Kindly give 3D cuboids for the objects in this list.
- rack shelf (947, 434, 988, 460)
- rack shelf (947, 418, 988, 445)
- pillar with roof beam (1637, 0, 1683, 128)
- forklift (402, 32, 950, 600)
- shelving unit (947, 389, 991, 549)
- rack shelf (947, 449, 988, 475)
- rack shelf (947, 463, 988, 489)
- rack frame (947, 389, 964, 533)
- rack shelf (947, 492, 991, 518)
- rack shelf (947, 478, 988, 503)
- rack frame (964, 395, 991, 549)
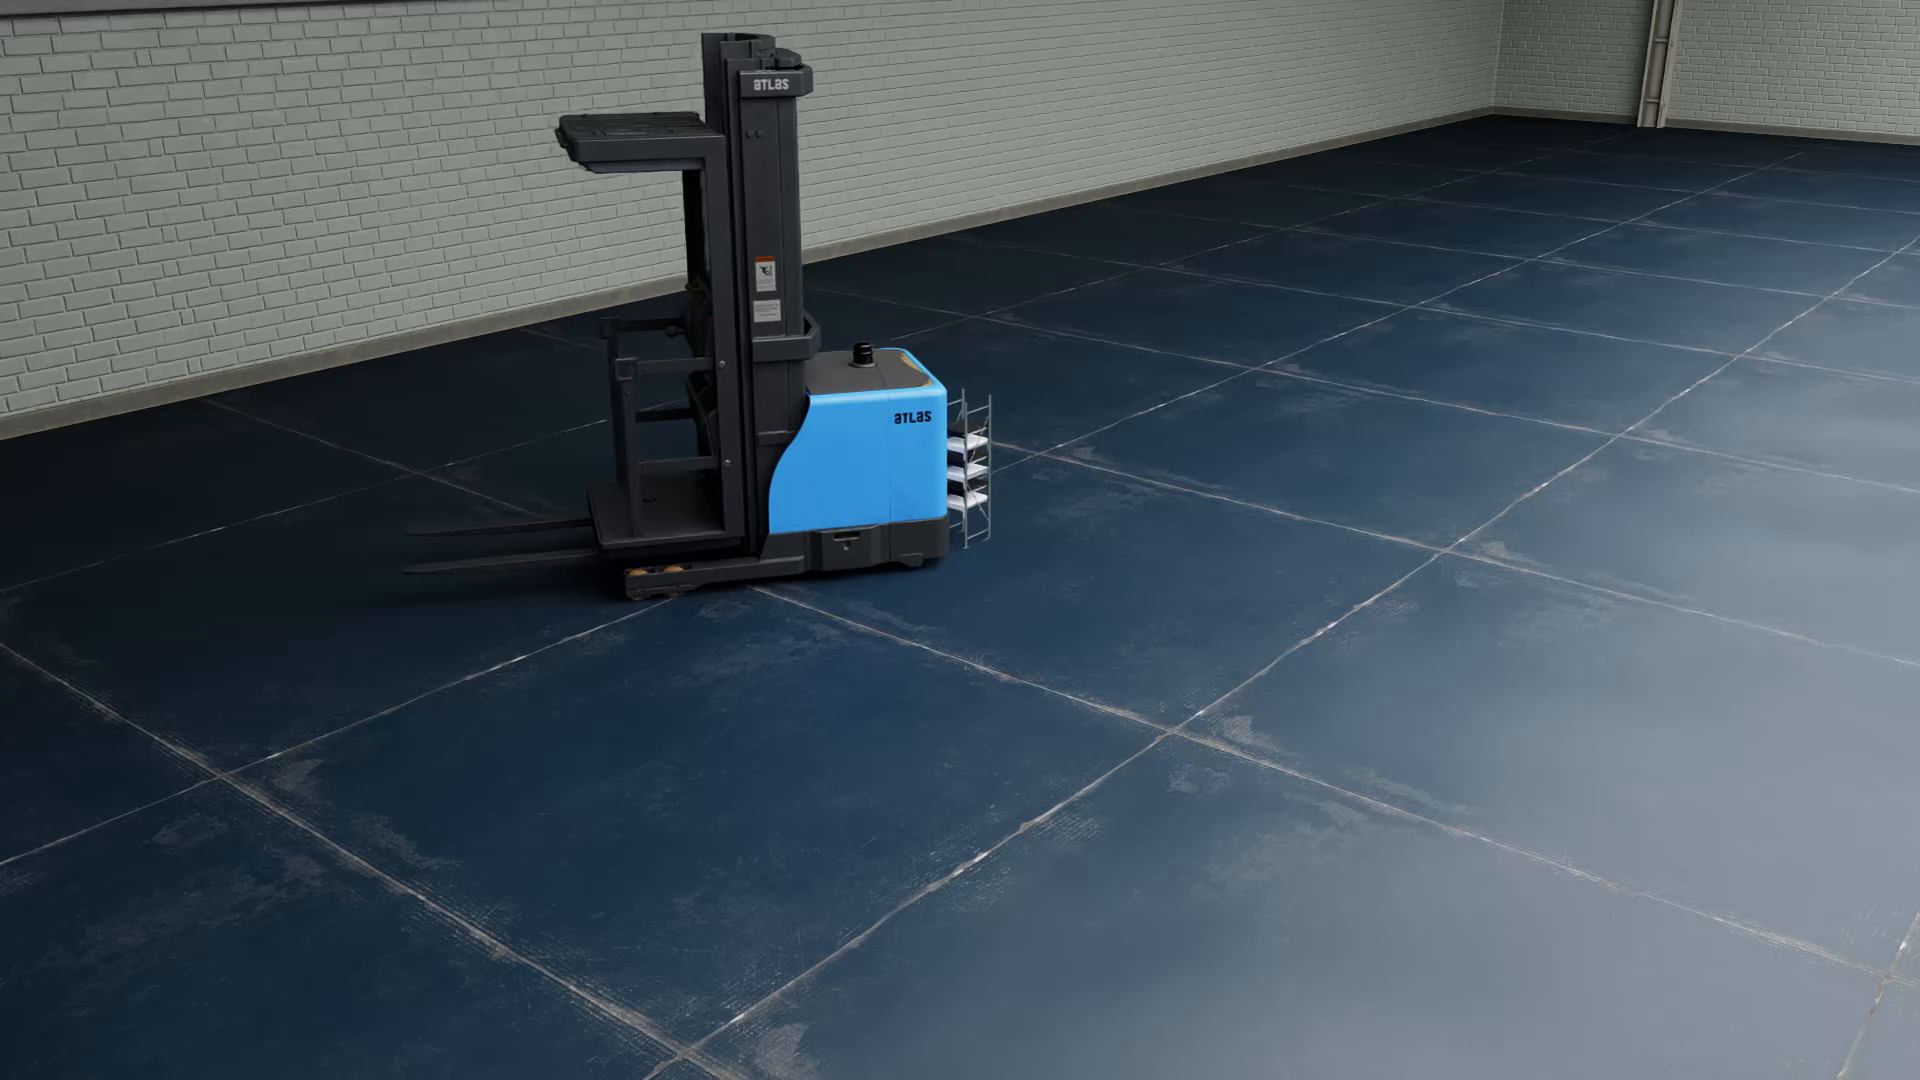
[{"bbox_3d":[0.026,-0.558,9.837,0.200,0.077,0.258,16,26,36],"label":"rack shelf"},{"bbox_3d":[0.026,-0.643,9.805,0.200,0.077,0.258,16,26,36],"label":"rack shelf"},{"bbox_3d":[9.532,-10.369,24.791,0.400,9.000,9.100,16,26,36],"label":"pillar with roof beam"},{"bbox_3d":[-1.635,-1.246,9.196,3.031,2.935,1.130,-6,21,-15],"label":"forklift"},{"bbox_3d":[0.026,-0.421,9.888,0.210,0.900,0.258,16,26,36],"label":"shelving unit"},{"bbox_3d":[0.026,-0.474,9.868,0.200,0.077,0.258,16,26,36],"label":"rack shelf"},{"bbox_3d":[0.026,-0.390,9.900,0.200,0.077,0.258,16,26,36],"label":"rack shelf"},{"bbox_3d":[-0.053,-0.444,9.949,0.006,0.900,0.240,16,26,36],"label":"rack frame"},{"bbox_3d":[0.026,-0.221,9.964,0.200,0.077,0.258,16,26,36],"label":"rack shelf"},{"bbox_3d":[0.026,-0.306,9.932,0.200,0.077,0.258,16,26,36],"label":"rack shelf"},{"bbox_3d":[0.104,-0.398,9.828,0.006,0.900,0.240,16,26,36],"label":"rack frame"}]
